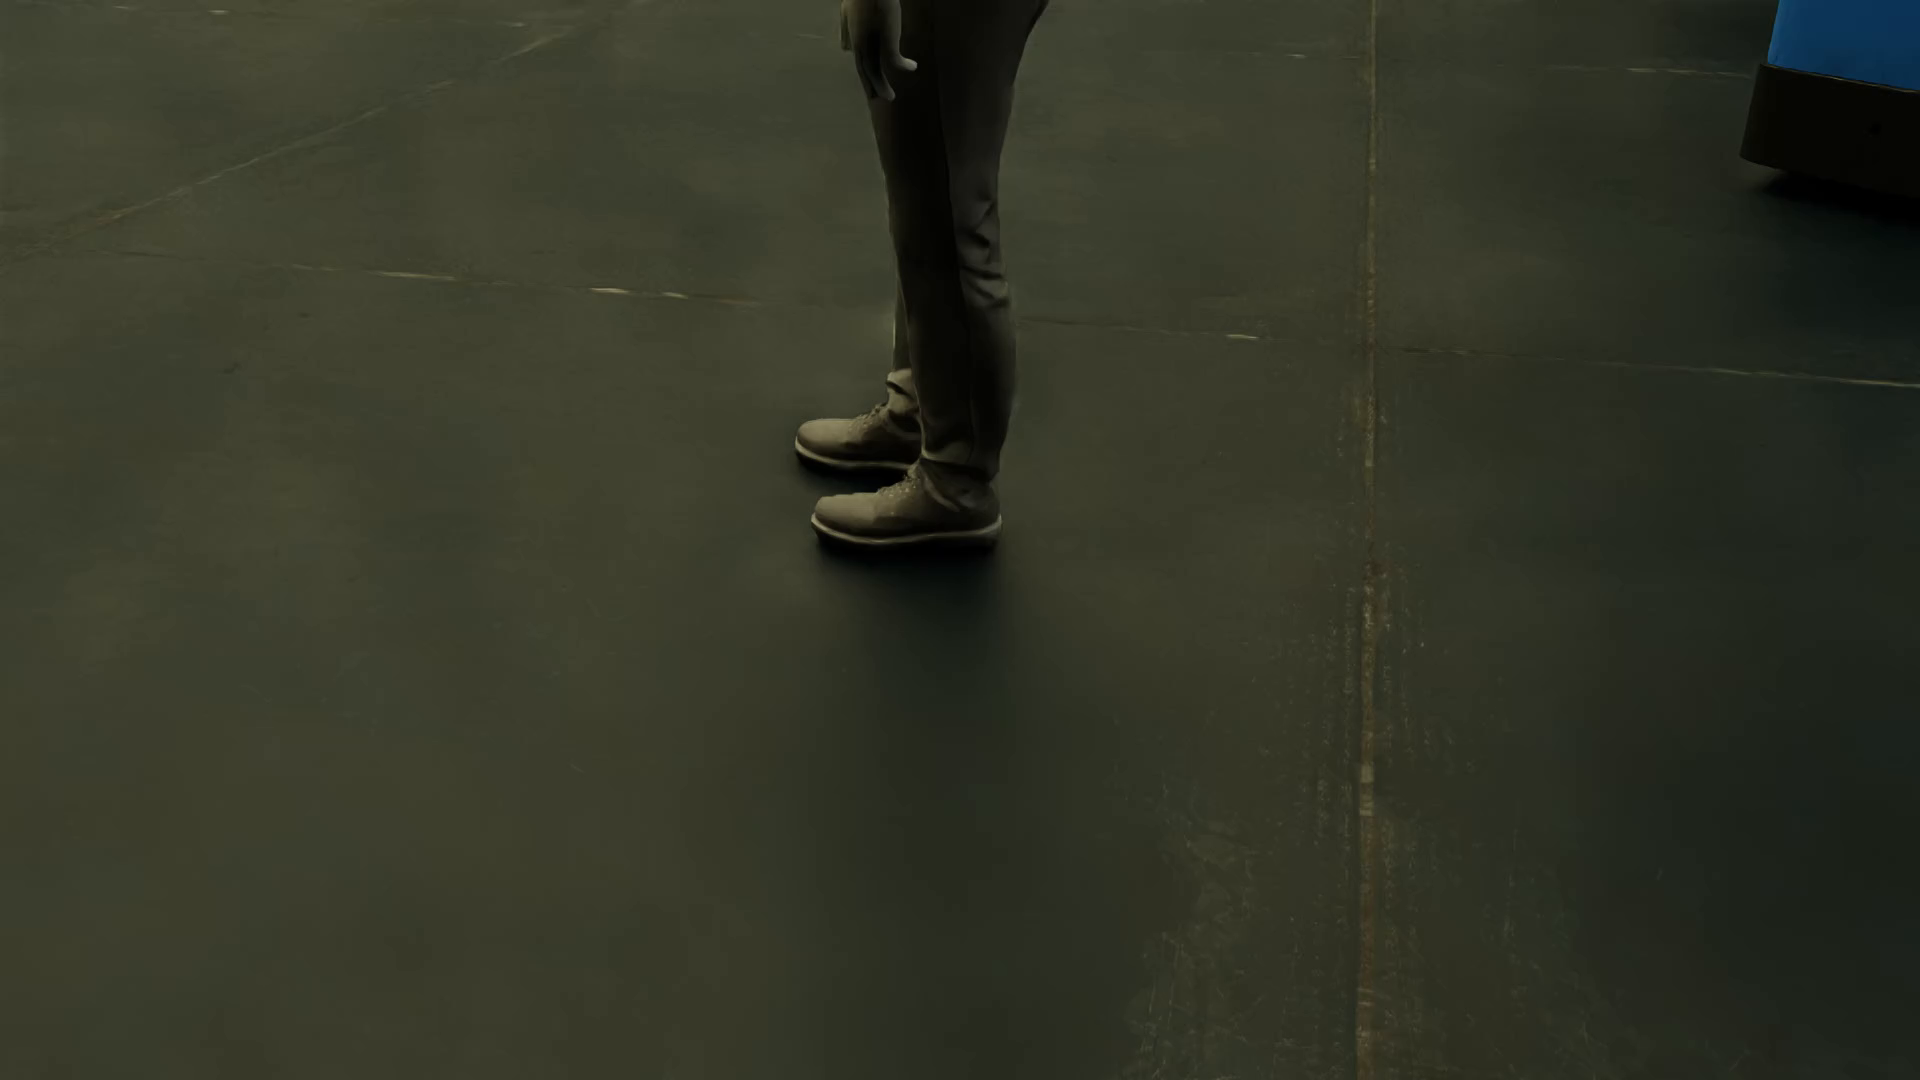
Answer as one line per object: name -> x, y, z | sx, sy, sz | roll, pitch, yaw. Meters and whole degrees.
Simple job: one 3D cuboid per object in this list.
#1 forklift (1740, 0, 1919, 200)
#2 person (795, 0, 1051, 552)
forklift -> 3.521, -2.433, 4.068 | 3.031, 2.935, 1.130 | -17, 32, -31
person -> -0.064, -0.773, 2.135 | 0.532, 1.695, 0.586 | 6, 27, 11
